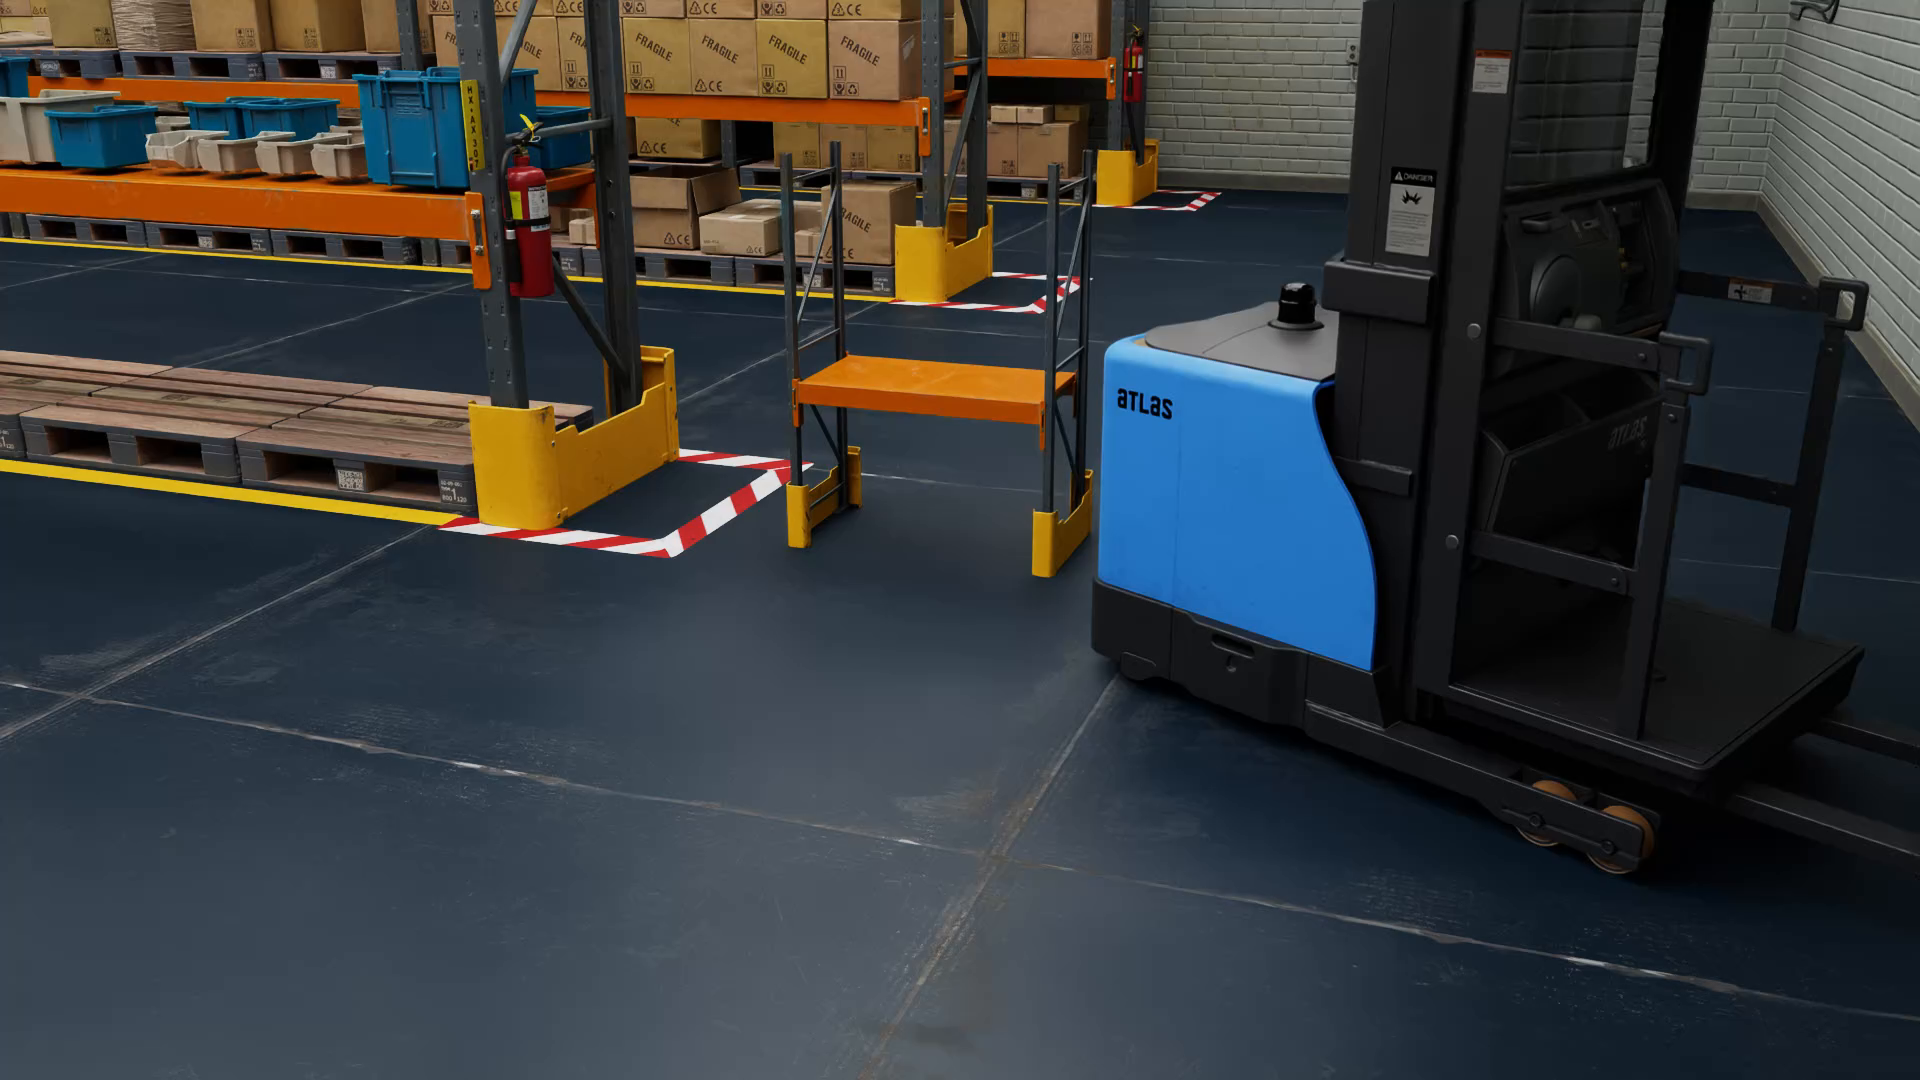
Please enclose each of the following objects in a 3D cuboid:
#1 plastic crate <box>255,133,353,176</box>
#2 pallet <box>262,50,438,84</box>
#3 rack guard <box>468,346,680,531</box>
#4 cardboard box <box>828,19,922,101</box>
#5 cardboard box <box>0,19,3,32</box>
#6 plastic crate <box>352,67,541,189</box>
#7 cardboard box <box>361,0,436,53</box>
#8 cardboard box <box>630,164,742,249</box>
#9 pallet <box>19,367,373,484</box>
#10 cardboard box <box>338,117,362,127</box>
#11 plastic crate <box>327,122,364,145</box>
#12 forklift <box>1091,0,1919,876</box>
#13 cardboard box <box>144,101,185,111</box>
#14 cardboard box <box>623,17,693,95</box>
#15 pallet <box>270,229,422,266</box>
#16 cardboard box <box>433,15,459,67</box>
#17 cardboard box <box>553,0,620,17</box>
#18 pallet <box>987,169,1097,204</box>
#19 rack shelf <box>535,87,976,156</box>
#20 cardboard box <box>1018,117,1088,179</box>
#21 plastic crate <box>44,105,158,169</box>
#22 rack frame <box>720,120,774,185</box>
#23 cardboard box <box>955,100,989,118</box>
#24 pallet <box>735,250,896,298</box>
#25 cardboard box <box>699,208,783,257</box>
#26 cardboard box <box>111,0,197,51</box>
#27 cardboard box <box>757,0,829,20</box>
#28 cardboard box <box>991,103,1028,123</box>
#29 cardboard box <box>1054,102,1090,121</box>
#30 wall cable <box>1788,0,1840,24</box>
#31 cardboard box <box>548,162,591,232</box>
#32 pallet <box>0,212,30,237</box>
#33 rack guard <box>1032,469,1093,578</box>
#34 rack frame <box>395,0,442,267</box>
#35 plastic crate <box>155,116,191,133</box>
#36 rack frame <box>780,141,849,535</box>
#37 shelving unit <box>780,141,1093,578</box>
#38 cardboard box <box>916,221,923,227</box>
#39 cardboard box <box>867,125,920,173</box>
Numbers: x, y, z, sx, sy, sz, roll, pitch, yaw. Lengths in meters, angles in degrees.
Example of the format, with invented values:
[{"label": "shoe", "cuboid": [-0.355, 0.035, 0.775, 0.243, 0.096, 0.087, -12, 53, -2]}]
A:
[{"label": "plastic crate", "cuboid": [-2.755, -1.618, 6.970, 0.243, 0.136, 0.396, 7, 20, 18]}, {"label": "pallet", "cuboid": [-4.525, -3.648, 12.776, 1.213, 0.211, 1.003, 7, 20, 18]}, {"label": "rack guard", "cuboid": [-1.630, -0.467, 7.158, 0.348, 0.500, 1.175, 7, 20, 18]}, {"label": "cardboard box", "cuboid": [-0.540, -3.197, 11.039, 0.500, 0.500, 0.500, 7, 20, 20]}, {"label": "cardboard box", "cuboid": [-11.236, -6.024, 19.499, 0.500, 0.250, 0.500, 6, 20, 18]}, {"label": "plastic crate", "cuboid": [-2.034, -1.670, 6.664, 0.499, 0.435, 0.616, 7, 20, 18]}, {"label": "cardboard box", "cuboid": [-4.180, -3.984, 12.660, 0.500, 0.500, 0.700, 0, 19, 0]}, {"label": "cardboard box", "cuboid": [-2.030, -2.446, 12.160, 0.637, 0.503, 0.797, 7, 20, 18]}, {"label": "pallet", "cuboid": [-3.571, -0.563, 7.871, 1.213, 0.211, 1.003, 7, 20, 18]}, {"label": "cardboard box", "cuboid": [-5.128, -3.236, 13.292, 0.500, 0.250, 0.500, 7, 20, 18]}, {"label": "plastic crate", "cuboid": [-2.698, -1.813, 7.529, 0.298, 0.136, 0.250, 7, 20, 18]}, {"label": "forklift", "cuboid": [1.814, -0.738, 4.241, 1.130, 2.935, 3.031, -18, 26, -41]}, {"label": "cardboard box", "cuboid": [-9.040, -4.976, 19.424, 0.500, 0.500, 0.700, 7, 20, 20]}, {"label": "cardboard box", "cuboid": [-1.977, -3.362, 11.512, 0.500, 0.500, 0.500, 6, 20, 17]}, {"label": "pallet", "cuboid": [-4.587, -2.377, 13.076, 1.213, 0.211, 1.003, 7, 20, 18]}, {"label": "cardboard box", "cuboid": [-3.414, -3.526, 11.982, 0.500, 0.500, 0.500, 7, 20, 19]}, {"label": "cardboard box", "cuboid": [-2.480, -3.888, 11.502, 0.500, 0.500, 0.500, 6, 20, 16]}, {"label": "pallet", "cuboid": [0.814, -3.472, 16.216, 1.213, 0.211, 1.003, 7, 20, 18]}, {"label": "rack shelf", "cuboid": [-1.917, -3.062, 11.898, 4.000, 0.370, 1.077, 7, 20, 18]}, {"label": "cardboard box", "cuboid": [0.901, -3.789, 16.049, 0.500, 0.500, 0.700, 7, 20, 18]}, {"label": "plastic crate", "cuboid": [-3.681, -1.738, 7.168, 0.300, 0.233, 0.416, 7, 20, 18]}, {"label": "rack frame", "cuboid": [-2.184, -5.159, 16.819, 0.127, 3.000, 1.000, 7, 20, 18]}, {"label": "cardboard box", "cuboid": [0.129, -4.253, 16.394, 0.250, 0.149, 0.380, 7, 20, 19]}, {"label": "pallet", "cuboid": [-0.853, -1.963, 11.888, 1.213, 0.211, 1.003, 7, 20, 18]}, {"label": "cardboard box", "cuboid": [-1.510, -2.190, 11.810, 0.500, 0.250, 0.500, 7, 20, 18]}, {"label": "cardboard box", "cuboid": [-6.151, -4.105, 13.005, 0.500, 0.500, 0.700, 11, 22, 28]}, {"label": "cardboard box", "cuboid": [-1.016, -3.722, 11.027, 0.500, 0.500, 0.500, 7, 20, 20]}, {"label": "cardboard box", "cuboid": [0.478, -4.080, 15.898, 0.250, 0.149, 0.380, 7, 20, 20]}, {"label": "cardboard box", "cuboid": [1.084, -4.144, 16.082, 0.250, 0.149, 0.380, 7, 20, 18]}, {"label": "wall cable", "cuboid": [6.820, -5.371, 13.031, 0.112, 2.526, 3.097, 7, 20, 18]}, {"label": "cardboard box", "cuboid": [-3.175, -2.672, 12.814, 0.500, 0.500, 0.500, 7, 20, 18]}, {"label": "pallet", "cuboid": [-8.349, -2.835, 14.387, 1.213, 0.211, 1.003, 7, 20, 18]}, {"label": "rack guard", "cuboid": [0.398, -0.072, 6.404, 0.087, 0.250, 0.587, 7, 20, 18]}, {"label": "rack frame", "cuboid": [-3.806, -3.618, 12.399, 0.127, 3.000, 1.000, 7, 20, 18]}, {"label": "plastic crate", "cuboid": [-3.691, -1.888, 7.744, 0.466, 0.136, 0.293, 7, 20, 18]}, {"label": "rack frame", "cuboid": [-0.561, -0.772, 6.513, 0.032, 1.500, 0.500, 7, 20, 18]}, {"label": "shelving unit", "cuboid": [-0.072, -0.716, 6.353, 1.083, 1.500, 0.587, 7, 20, 18]}, {"label": "cardboard box", "cuboid": [-0.310, -2.200, 11.993, 0.250, 0.149, 0.380, 7, 20, 18]}, {"label": "cardboard box", "cuboid": [-0.554, -3.953, 16.518, 0.500, 0.500, 0.700, 7, 20, 19]}]
